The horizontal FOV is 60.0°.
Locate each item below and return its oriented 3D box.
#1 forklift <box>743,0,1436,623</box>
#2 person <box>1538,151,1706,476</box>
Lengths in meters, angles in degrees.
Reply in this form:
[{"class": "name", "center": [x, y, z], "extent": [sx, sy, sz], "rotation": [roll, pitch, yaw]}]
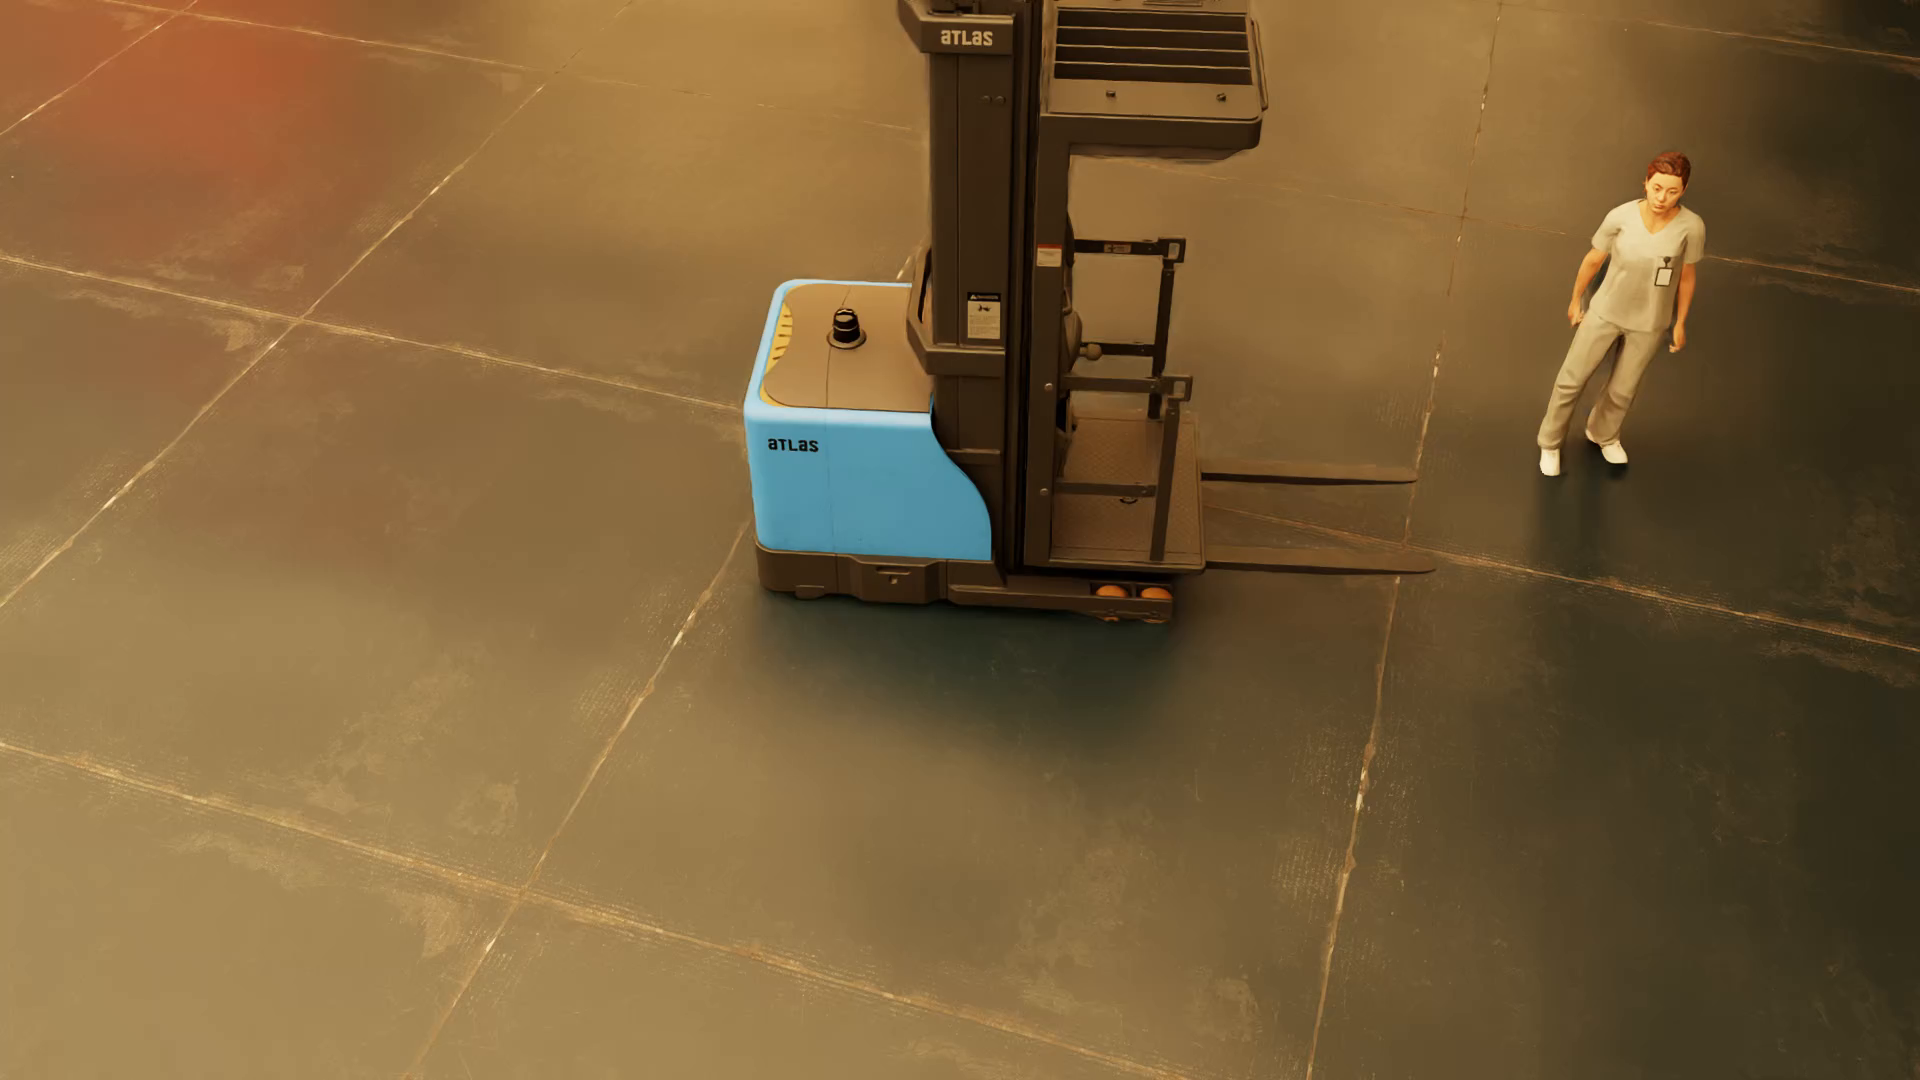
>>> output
[{"class": "forklift", "center": [0.625, -1.078, 6.848], "extent": [3.031, 2.935, 1.130], "rotation": [3, 43, 3]}, {"class": "person", "center": [3.106, -1.014, 7.744], "extent": [0.538, 1.661, 0.478], "rotation": [16, 45, 16]}]
